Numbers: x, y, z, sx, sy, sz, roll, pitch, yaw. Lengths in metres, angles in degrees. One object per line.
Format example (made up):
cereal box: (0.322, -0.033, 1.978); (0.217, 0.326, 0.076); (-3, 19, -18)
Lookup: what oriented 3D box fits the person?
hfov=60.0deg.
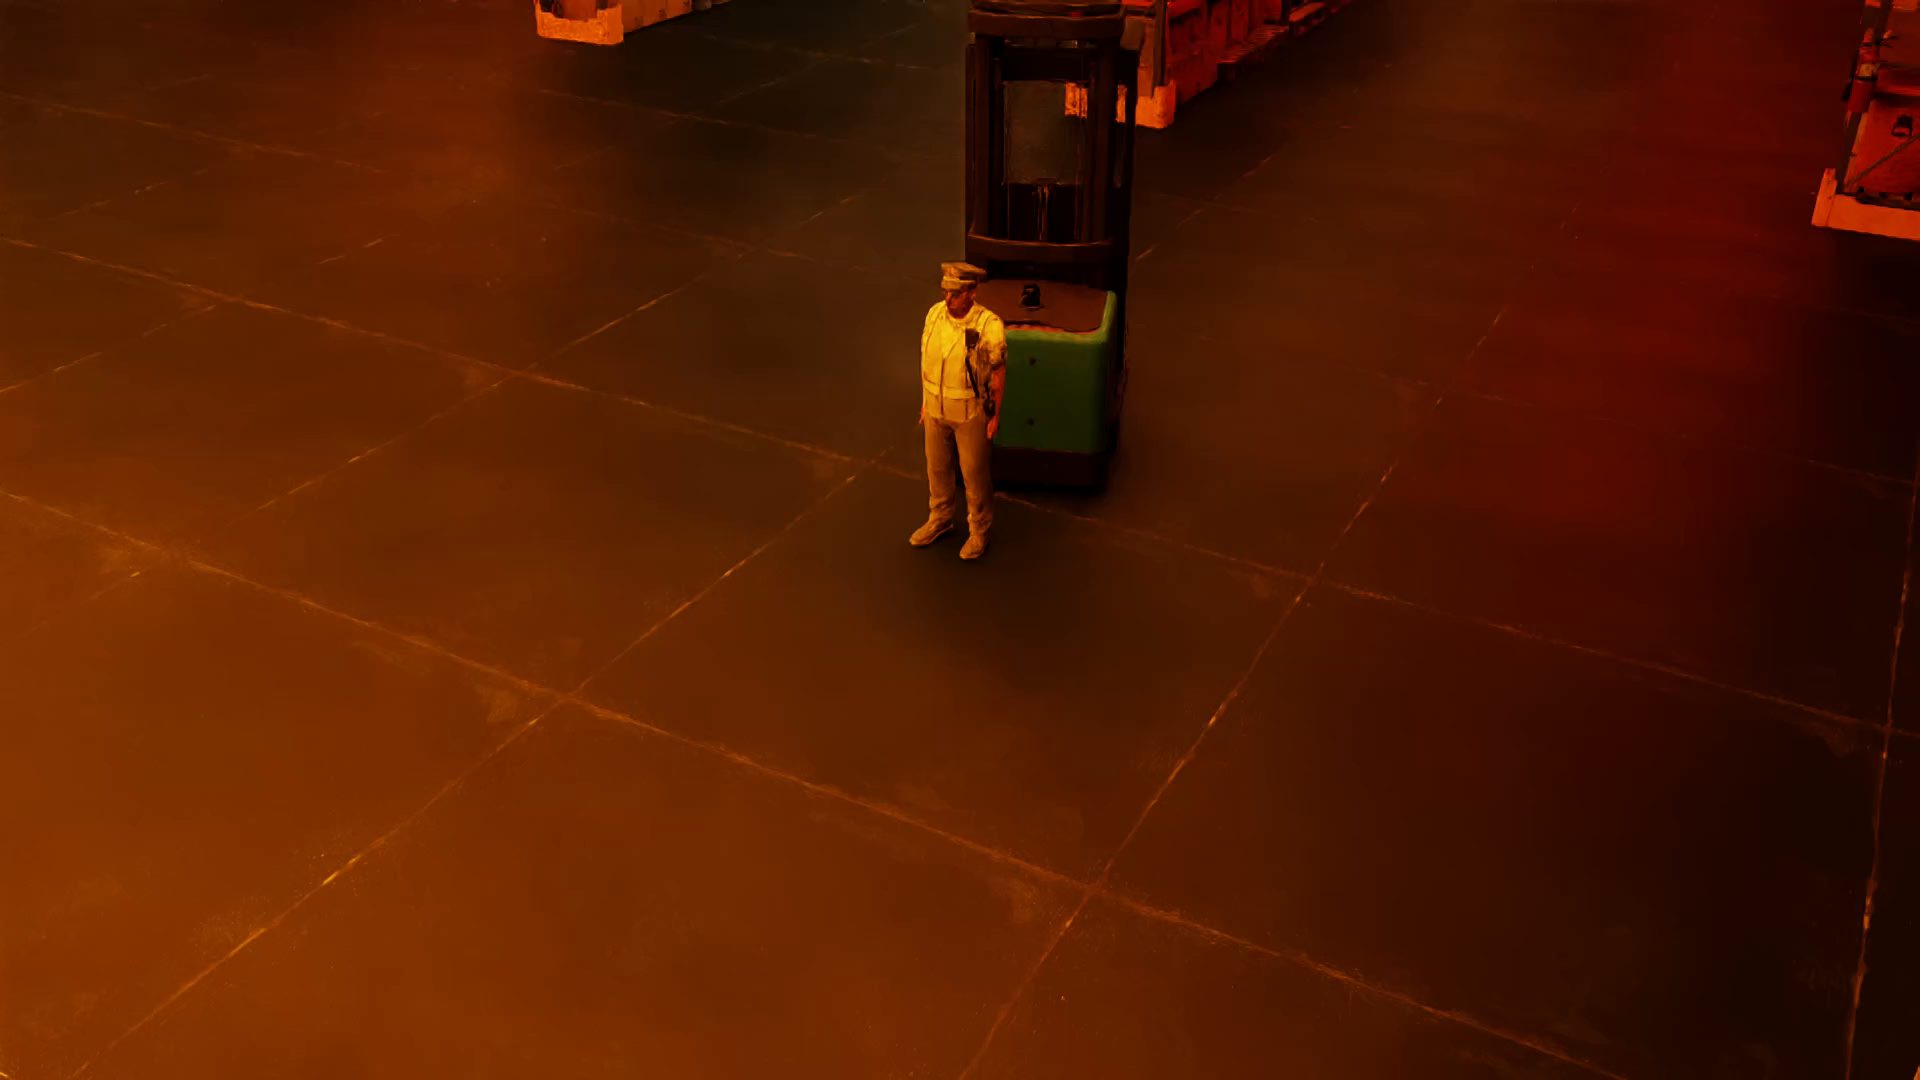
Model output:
person: (-0.007, -0.759, 9.548); (0.523, 1.773, 0.396); (15, 33, 25)

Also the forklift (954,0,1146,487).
forklift: (0.614, -2.321, 11.092); (1.130, 2.935, 3.031); (4, 30, 8)
